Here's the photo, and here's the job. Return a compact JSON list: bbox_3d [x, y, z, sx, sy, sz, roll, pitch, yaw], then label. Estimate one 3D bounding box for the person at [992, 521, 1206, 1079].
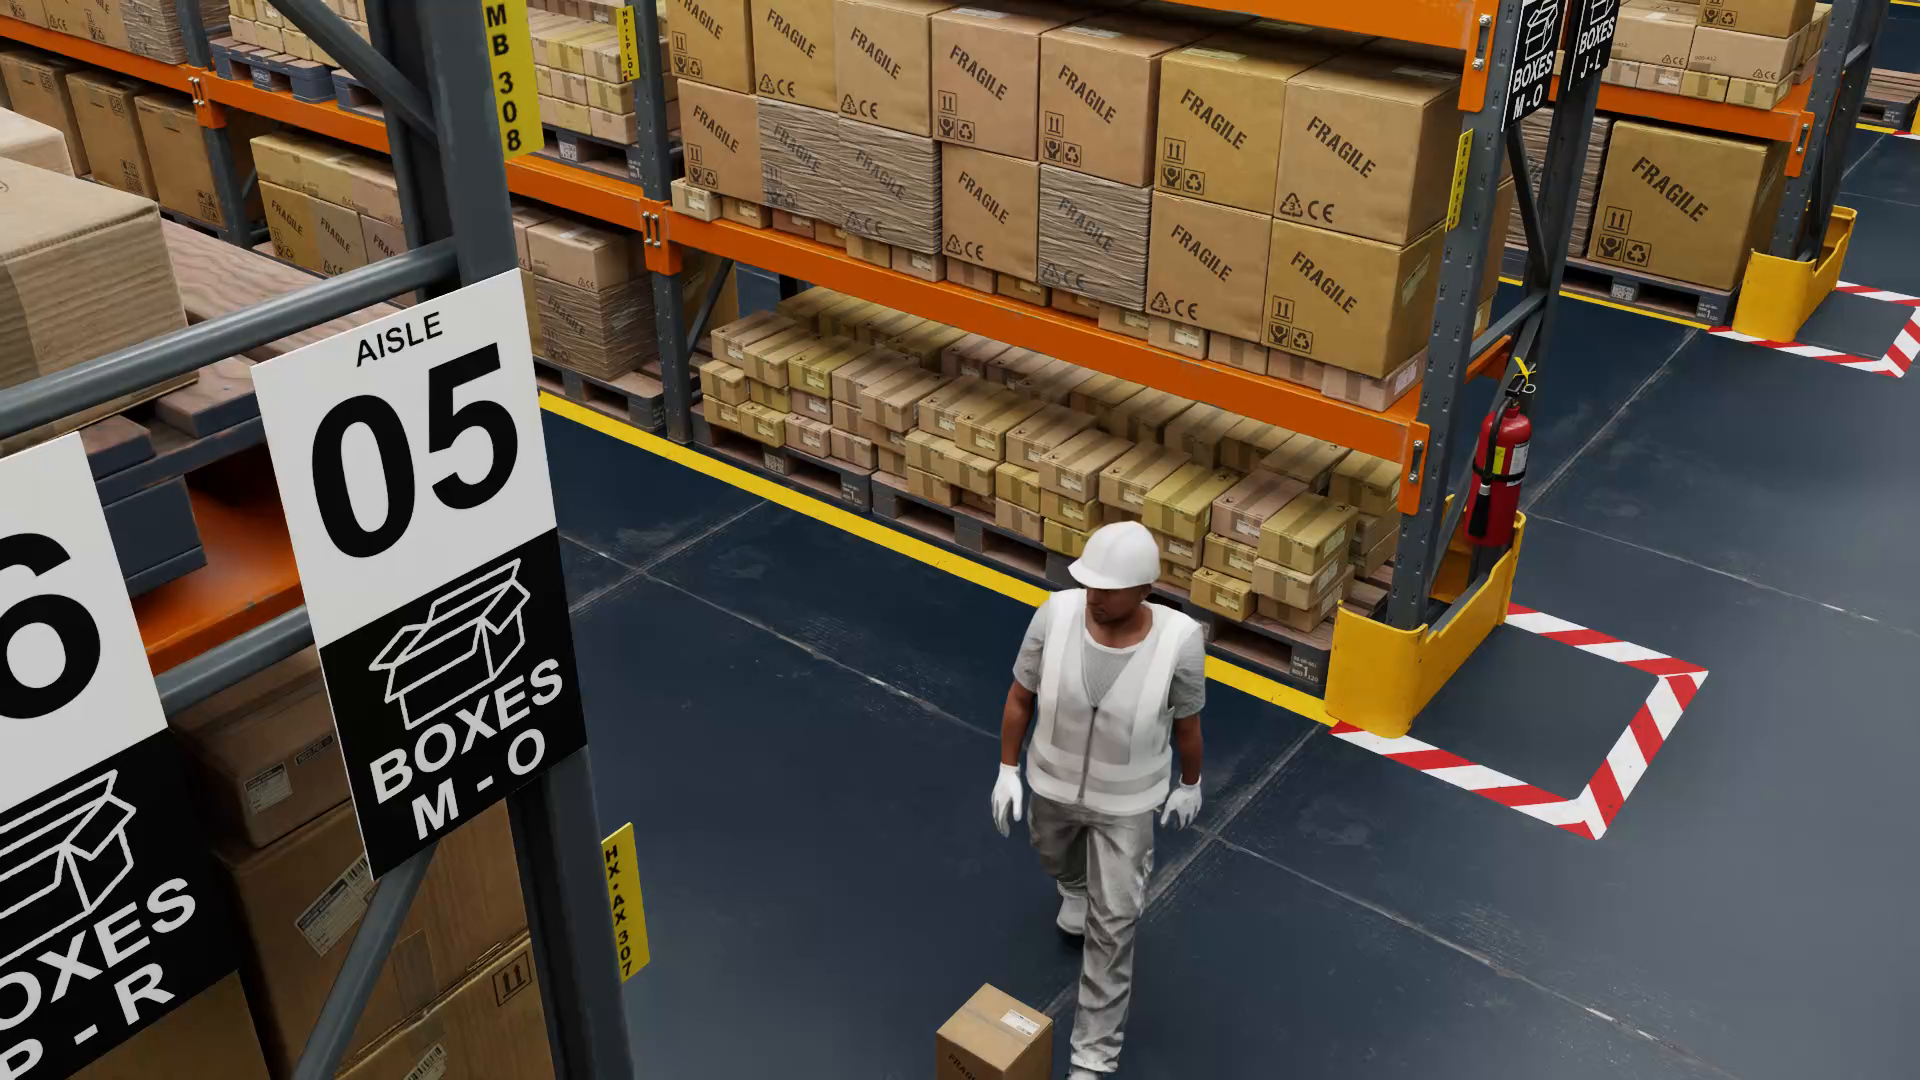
[{"bbox_3d":[0.374,0.760,4.878,0.584,1.735,1.031,11,32,19],"label":"person"}]
